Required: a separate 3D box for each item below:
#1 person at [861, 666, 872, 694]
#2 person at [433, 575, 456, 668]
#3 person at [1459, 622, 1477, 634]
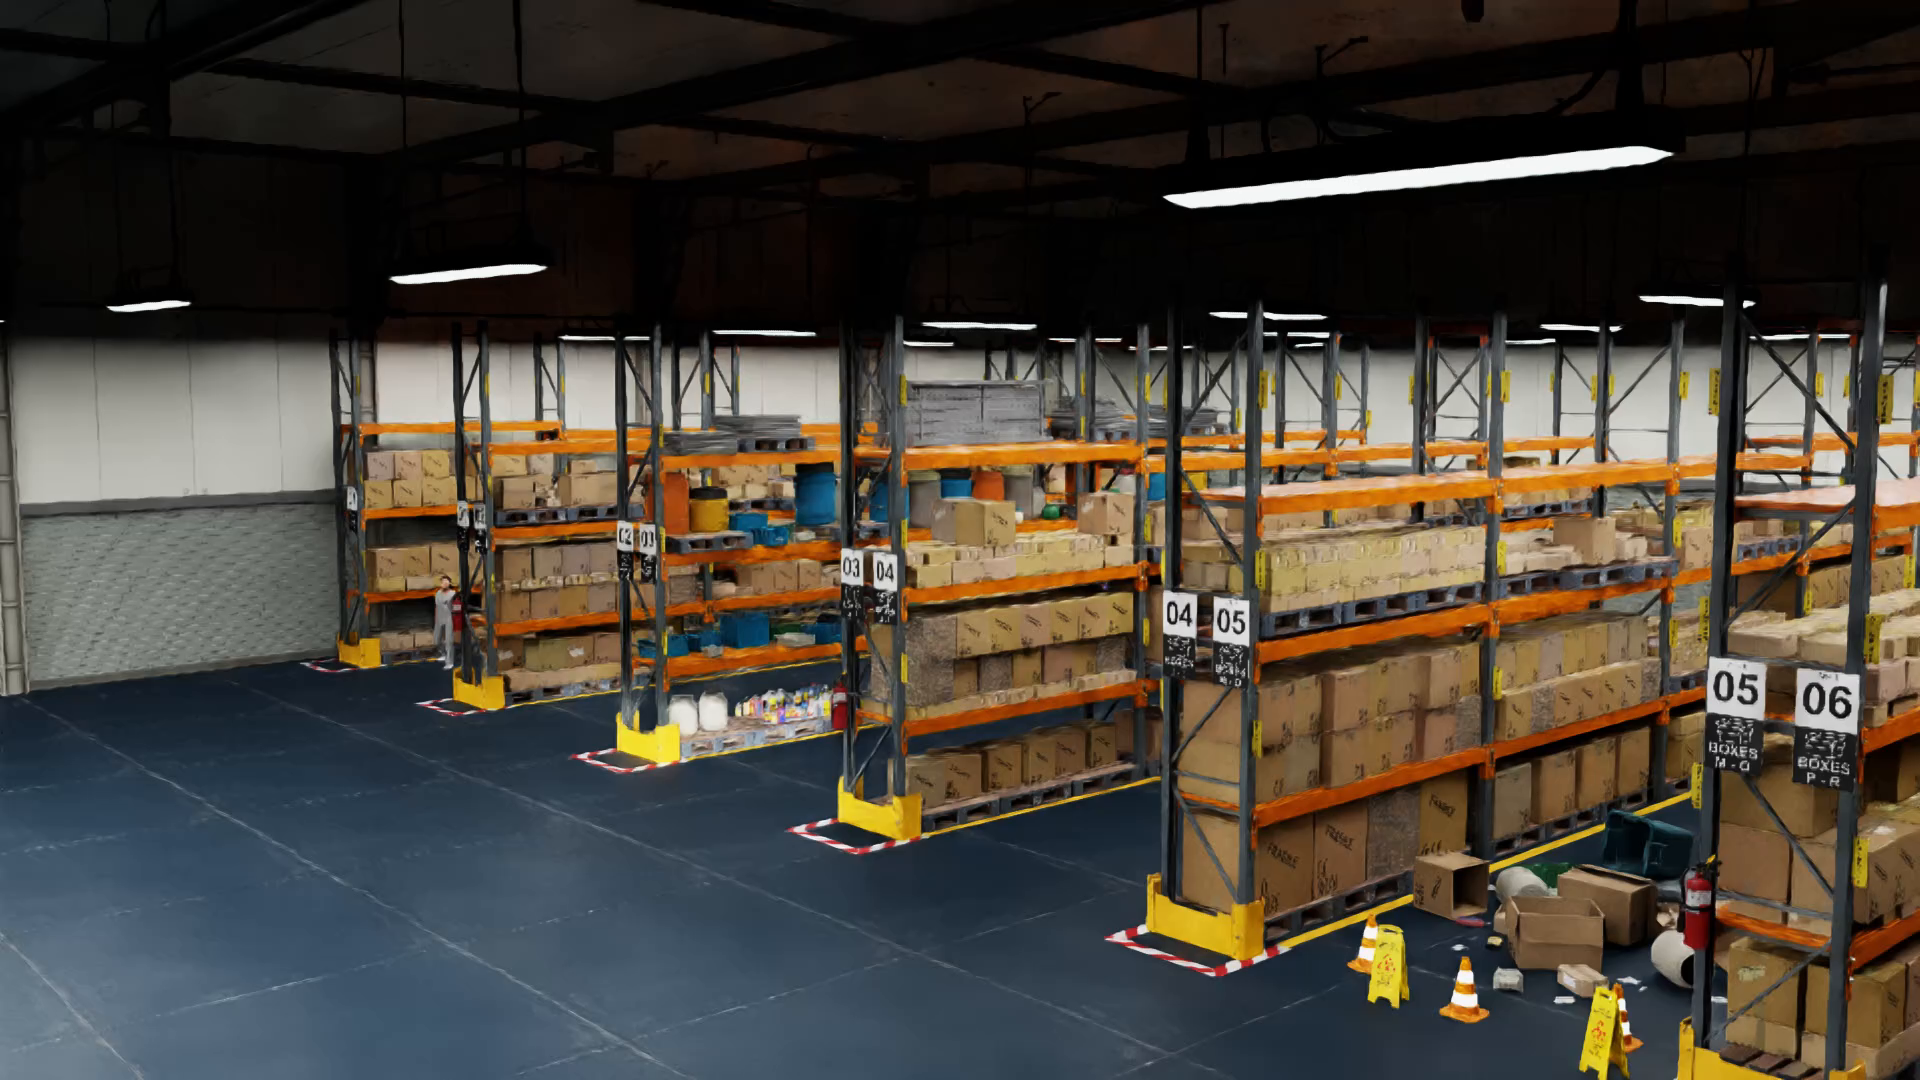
[{"bbox_3d":[-1.175,1.719,26.681,0.931,1.624,0.488,-2,6,-18],"label":"person"},{"bbox_3d":[-9.080,1.430,29.486,0.507,1.665,0.519,1,6,11],"label":"person"},{"bbox_3d":[7.418,1.921,24.224,1.121,1.691,0.577,-5,7,-39],"label":"person"}]
